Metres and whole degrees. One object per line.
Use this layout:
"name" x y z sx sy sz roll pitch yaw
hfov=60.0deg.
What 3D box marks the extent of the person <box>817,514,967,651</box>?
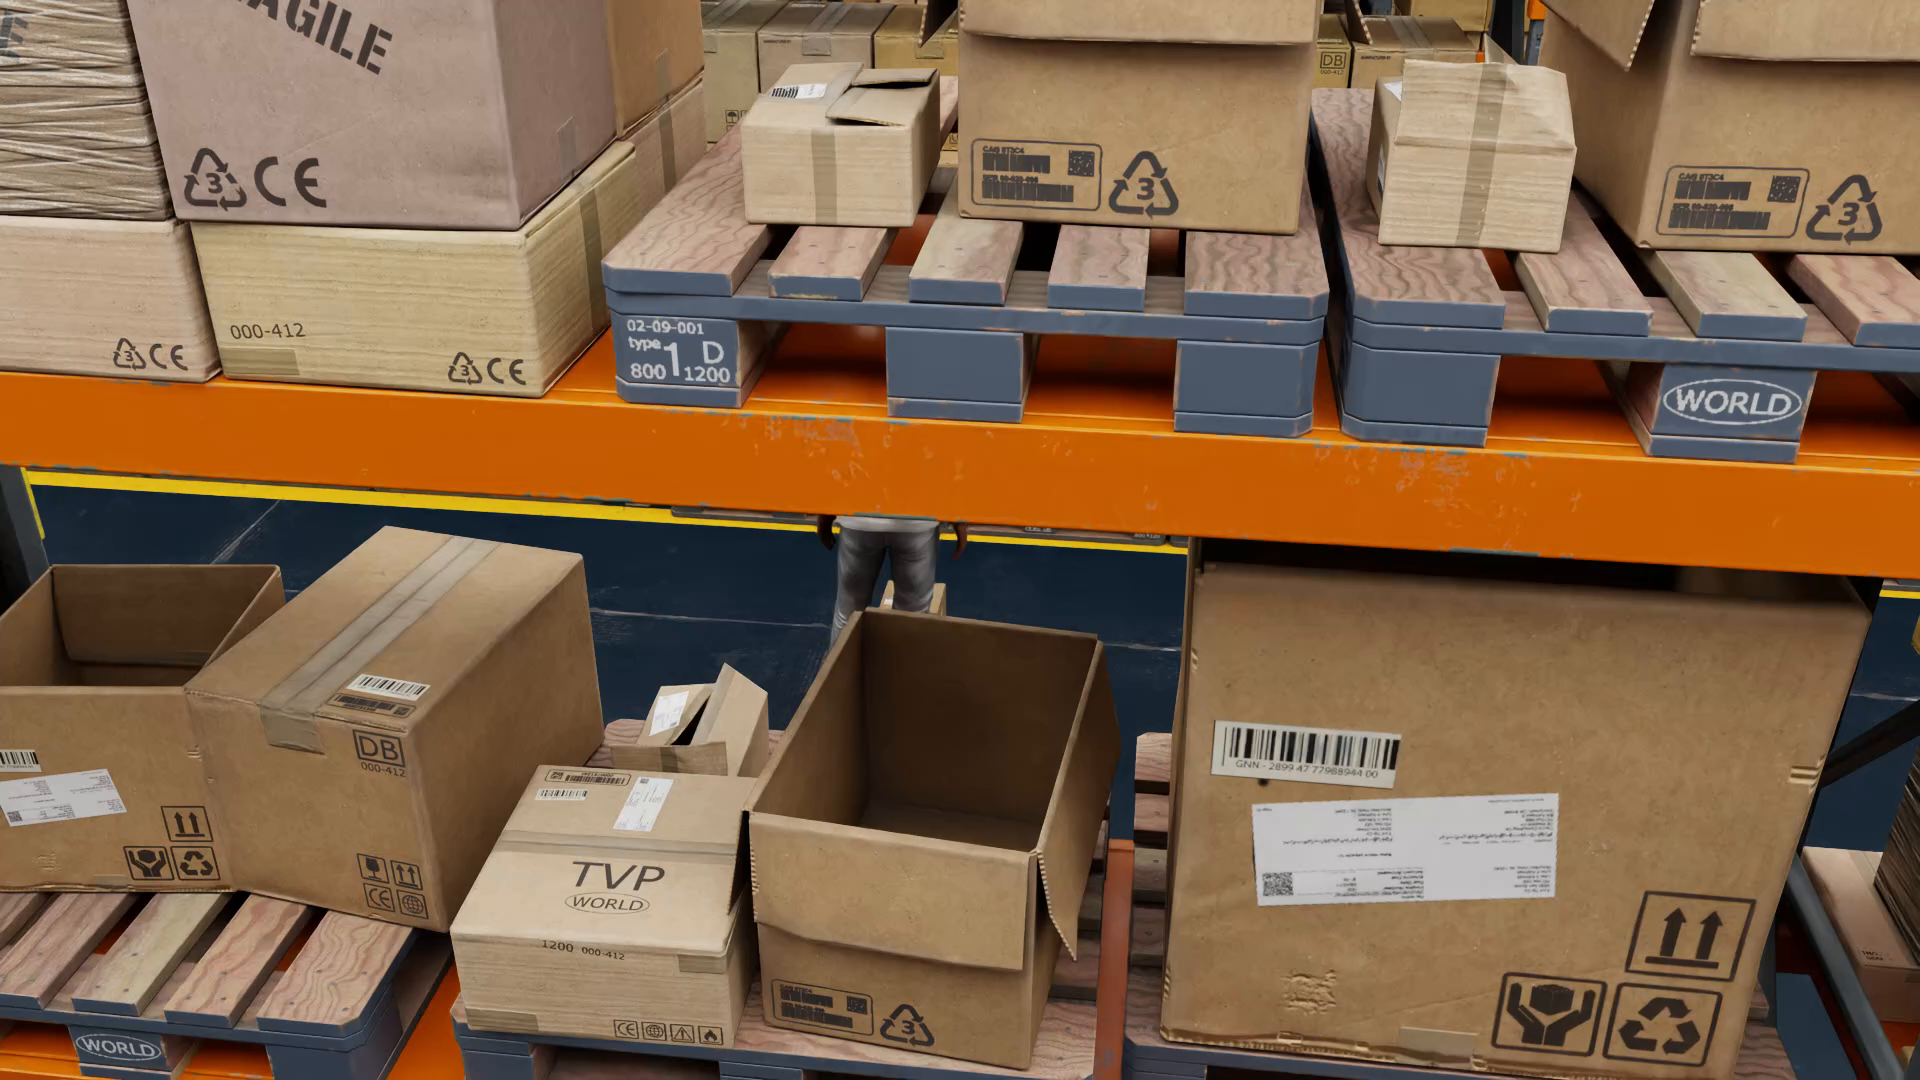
"person" -0.257 -0.097 6.277 0.583 1.775 0.384 3 28 6
